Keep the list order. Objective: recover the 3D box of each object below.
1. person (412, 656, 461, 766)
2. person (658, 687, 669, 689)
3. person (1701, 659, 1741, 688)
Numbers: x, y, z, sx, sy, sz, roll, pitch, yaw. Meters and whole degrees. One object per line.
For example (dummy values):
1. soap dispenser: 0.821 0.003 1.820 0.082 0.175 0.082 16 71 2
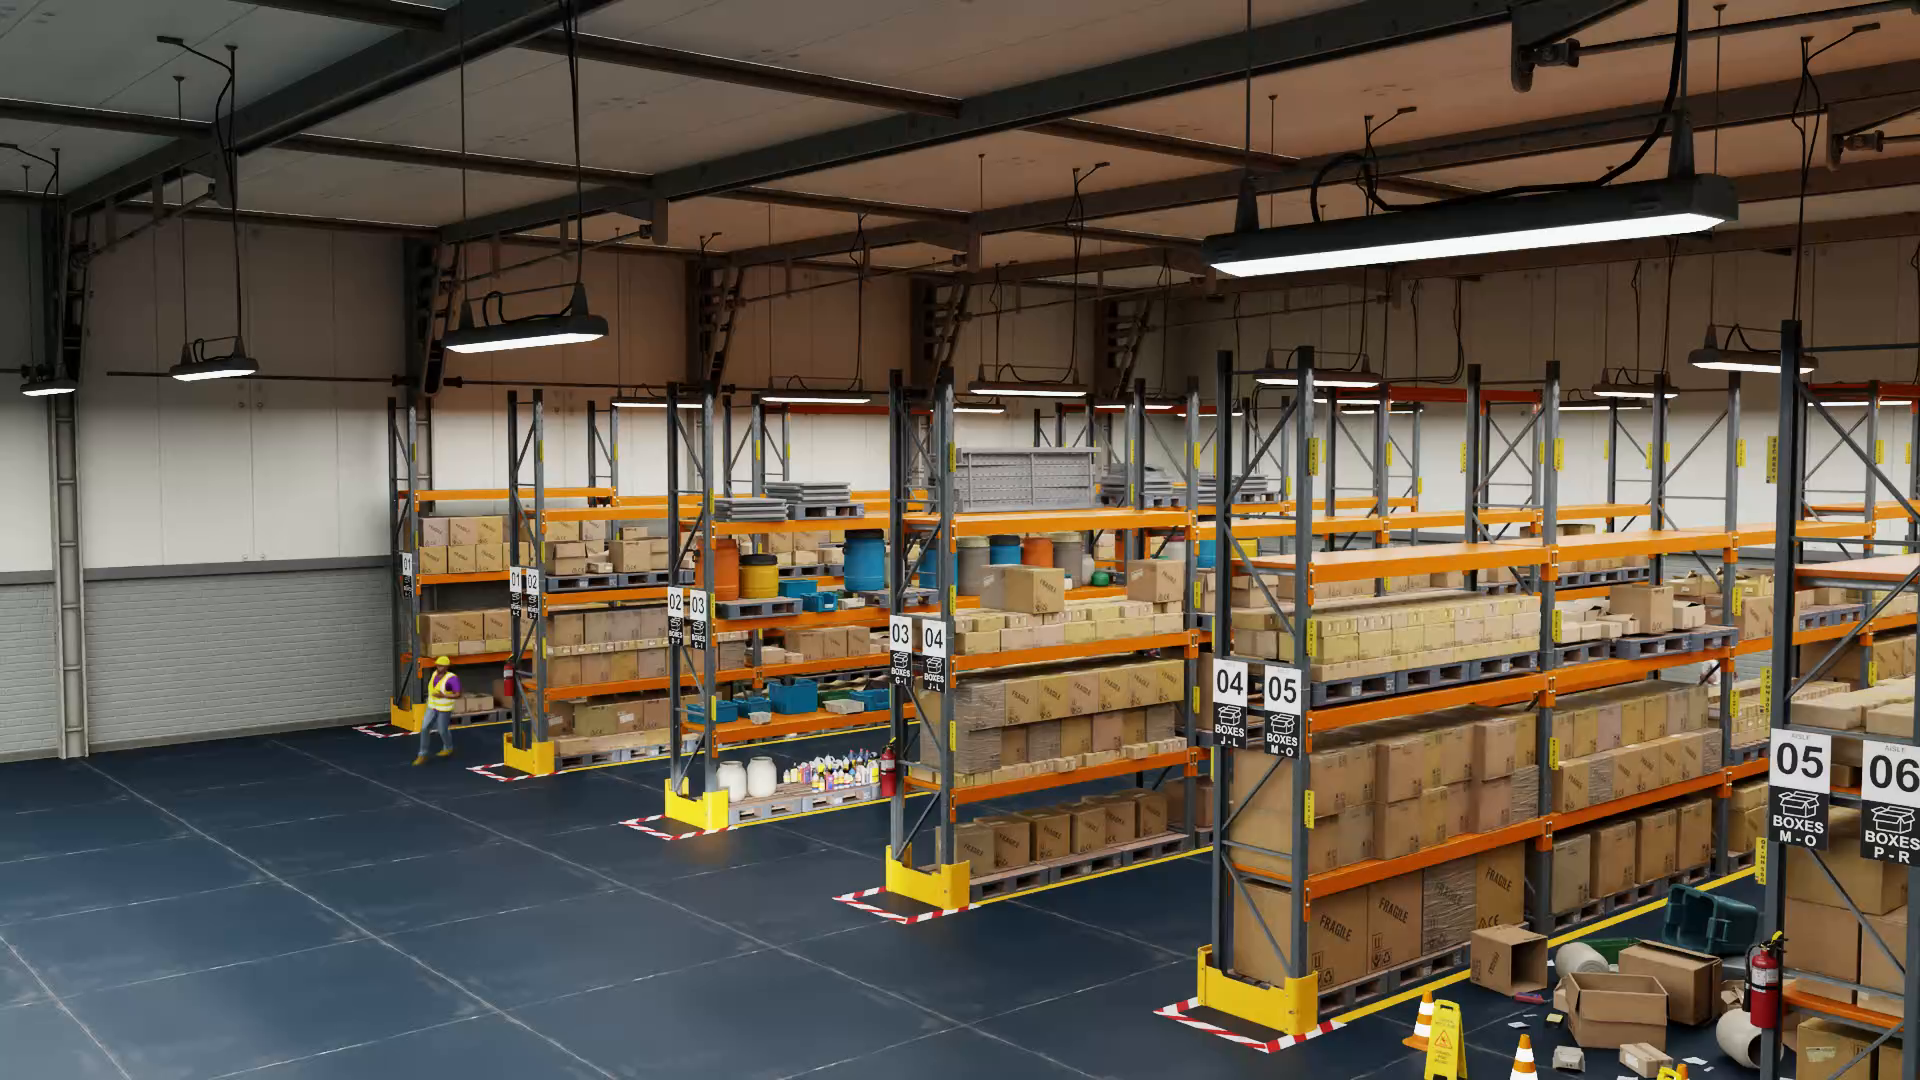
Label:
1. person: -8.348 2.744 26.887 0.758 1.784 0.783 1 4 18
2. person: -5.159 2.560 29.693 0.657 1.759 0.785 3 4 41
3. person: 13.271 2.632 29.014 0.706 1.713 0.681 -1 3 -13
